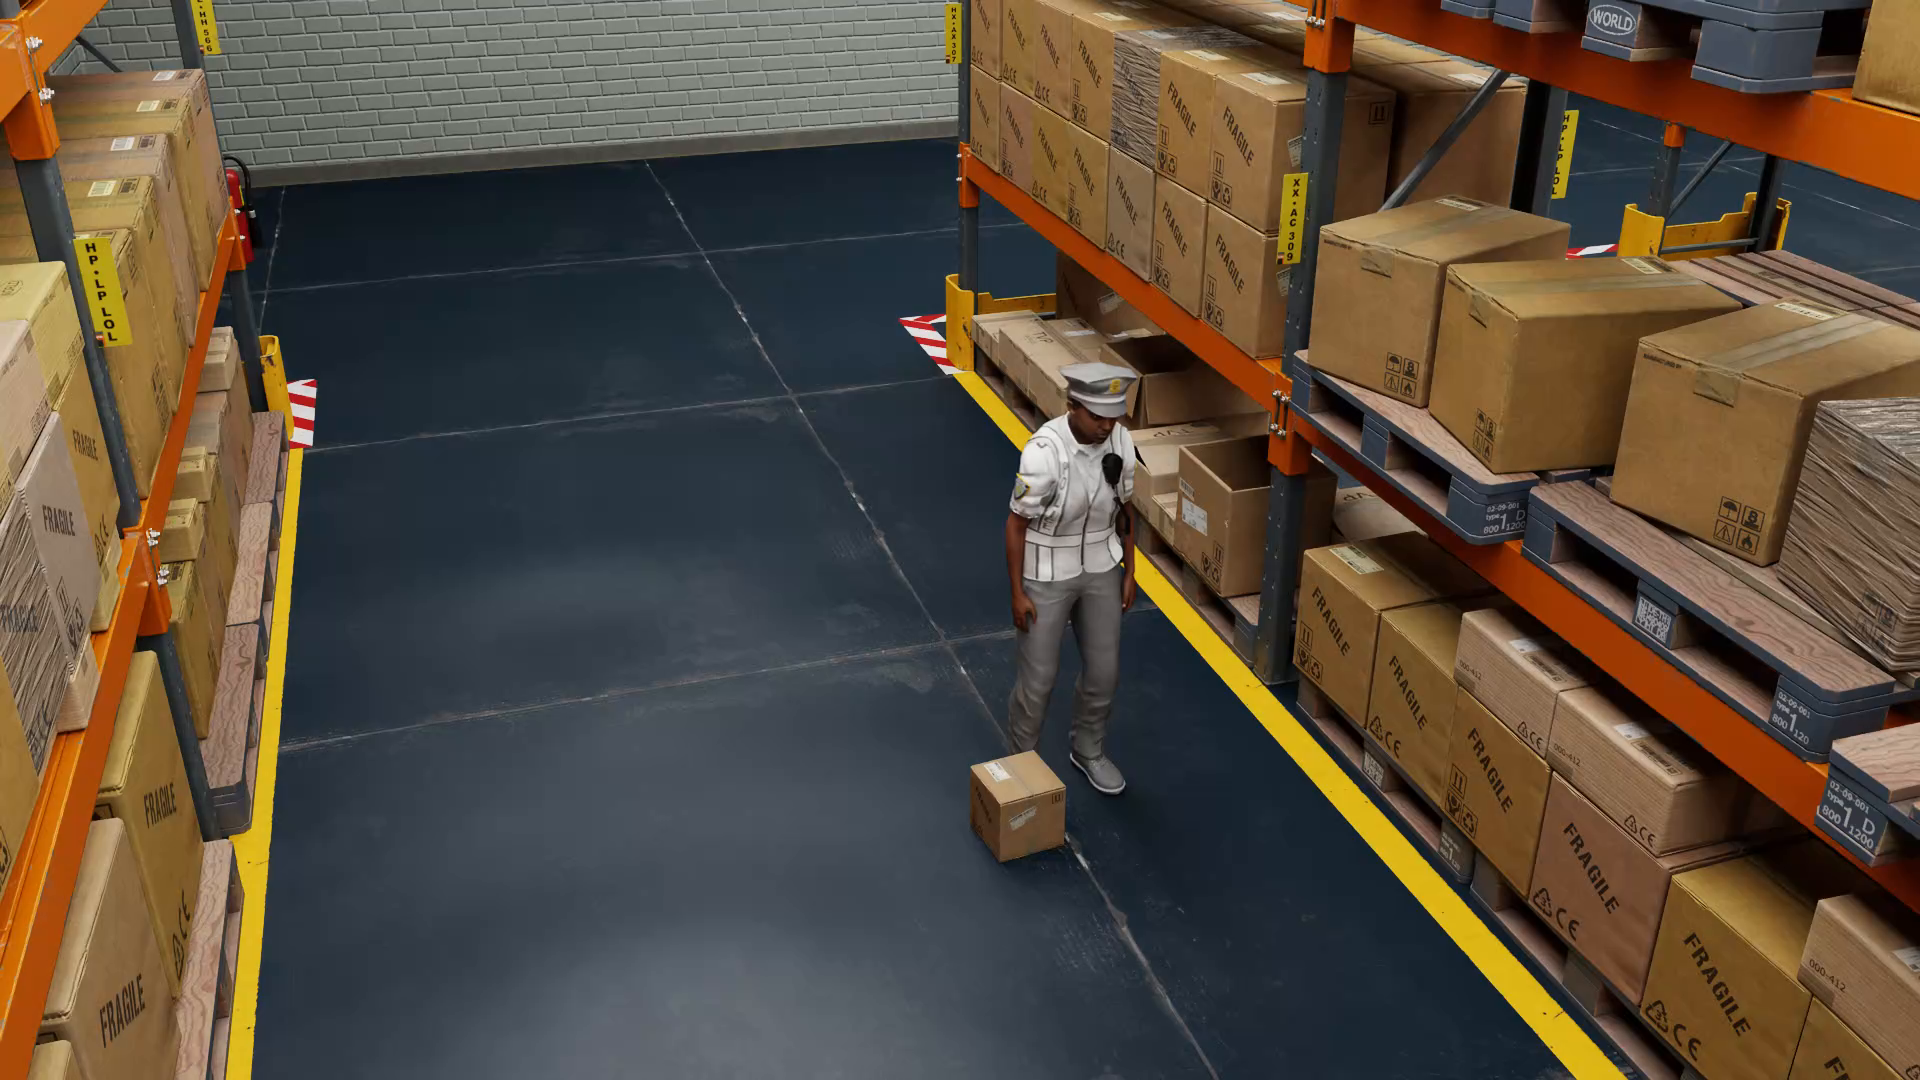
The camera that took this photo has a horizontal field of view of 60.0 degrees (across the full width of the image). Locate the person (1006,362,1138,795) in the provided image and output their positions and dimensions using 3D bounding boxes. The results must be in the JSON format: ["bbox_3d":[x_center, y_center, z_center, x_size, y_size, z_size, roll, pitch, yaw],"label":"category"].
[{"bbox_3d":[0.387,0.151,5.815,0.513,1.656,0.395,-11,28,-20],"label":"person"}]
